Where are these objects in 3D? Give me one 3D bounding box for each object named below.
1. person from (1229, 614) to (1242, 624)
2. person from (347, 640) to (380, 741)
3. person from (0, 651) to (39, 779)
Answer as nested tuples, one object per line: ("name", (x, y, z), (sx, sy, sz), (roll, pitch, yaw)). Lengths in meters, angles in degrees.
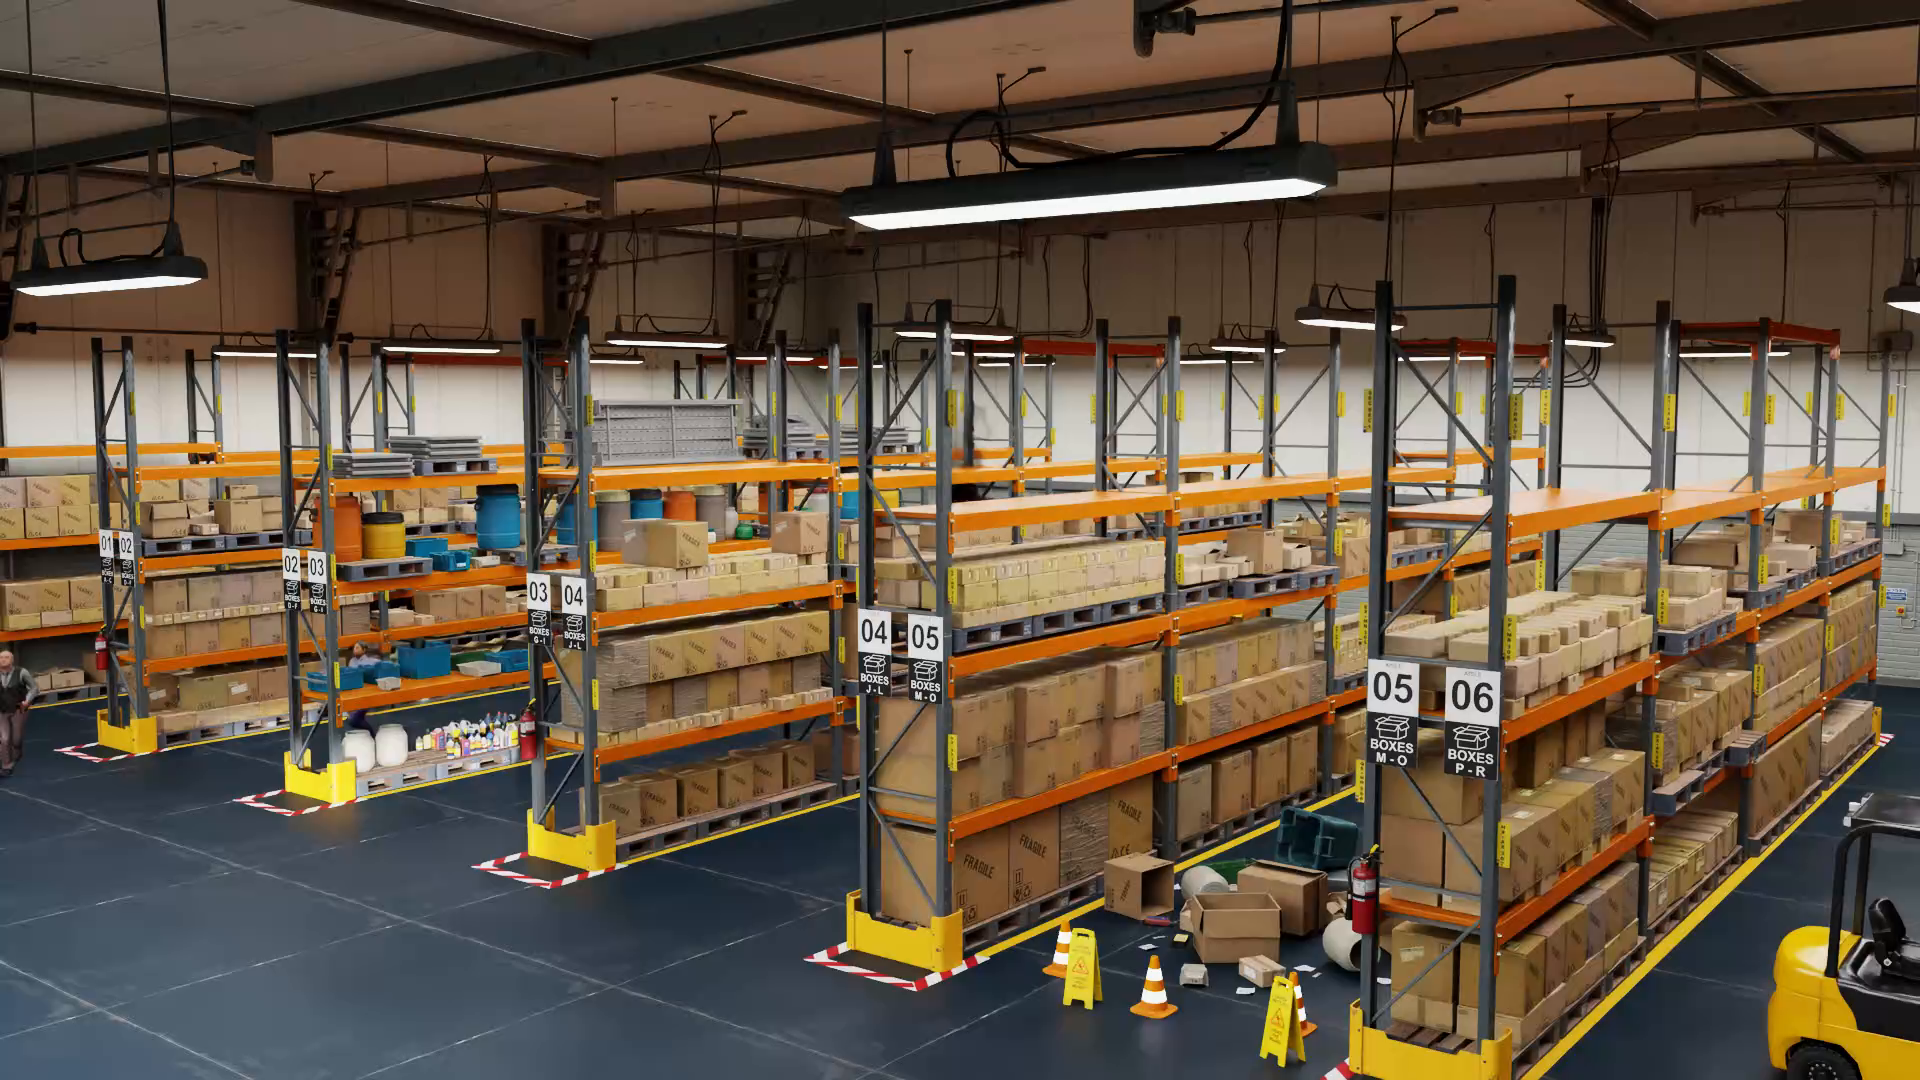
("person", (4.046, 1.921, 24.773), (0.675, 1.818, 0.689), (2, 6, 26))
("person", (-8.585, 2.292, 23.811), (0.582, 1.683, 0.680), (3, 6, 34))
("person", (-12.952, 2.351, 22.740), (0.672, 1.724, 0.708), (-2, 5, -18))
